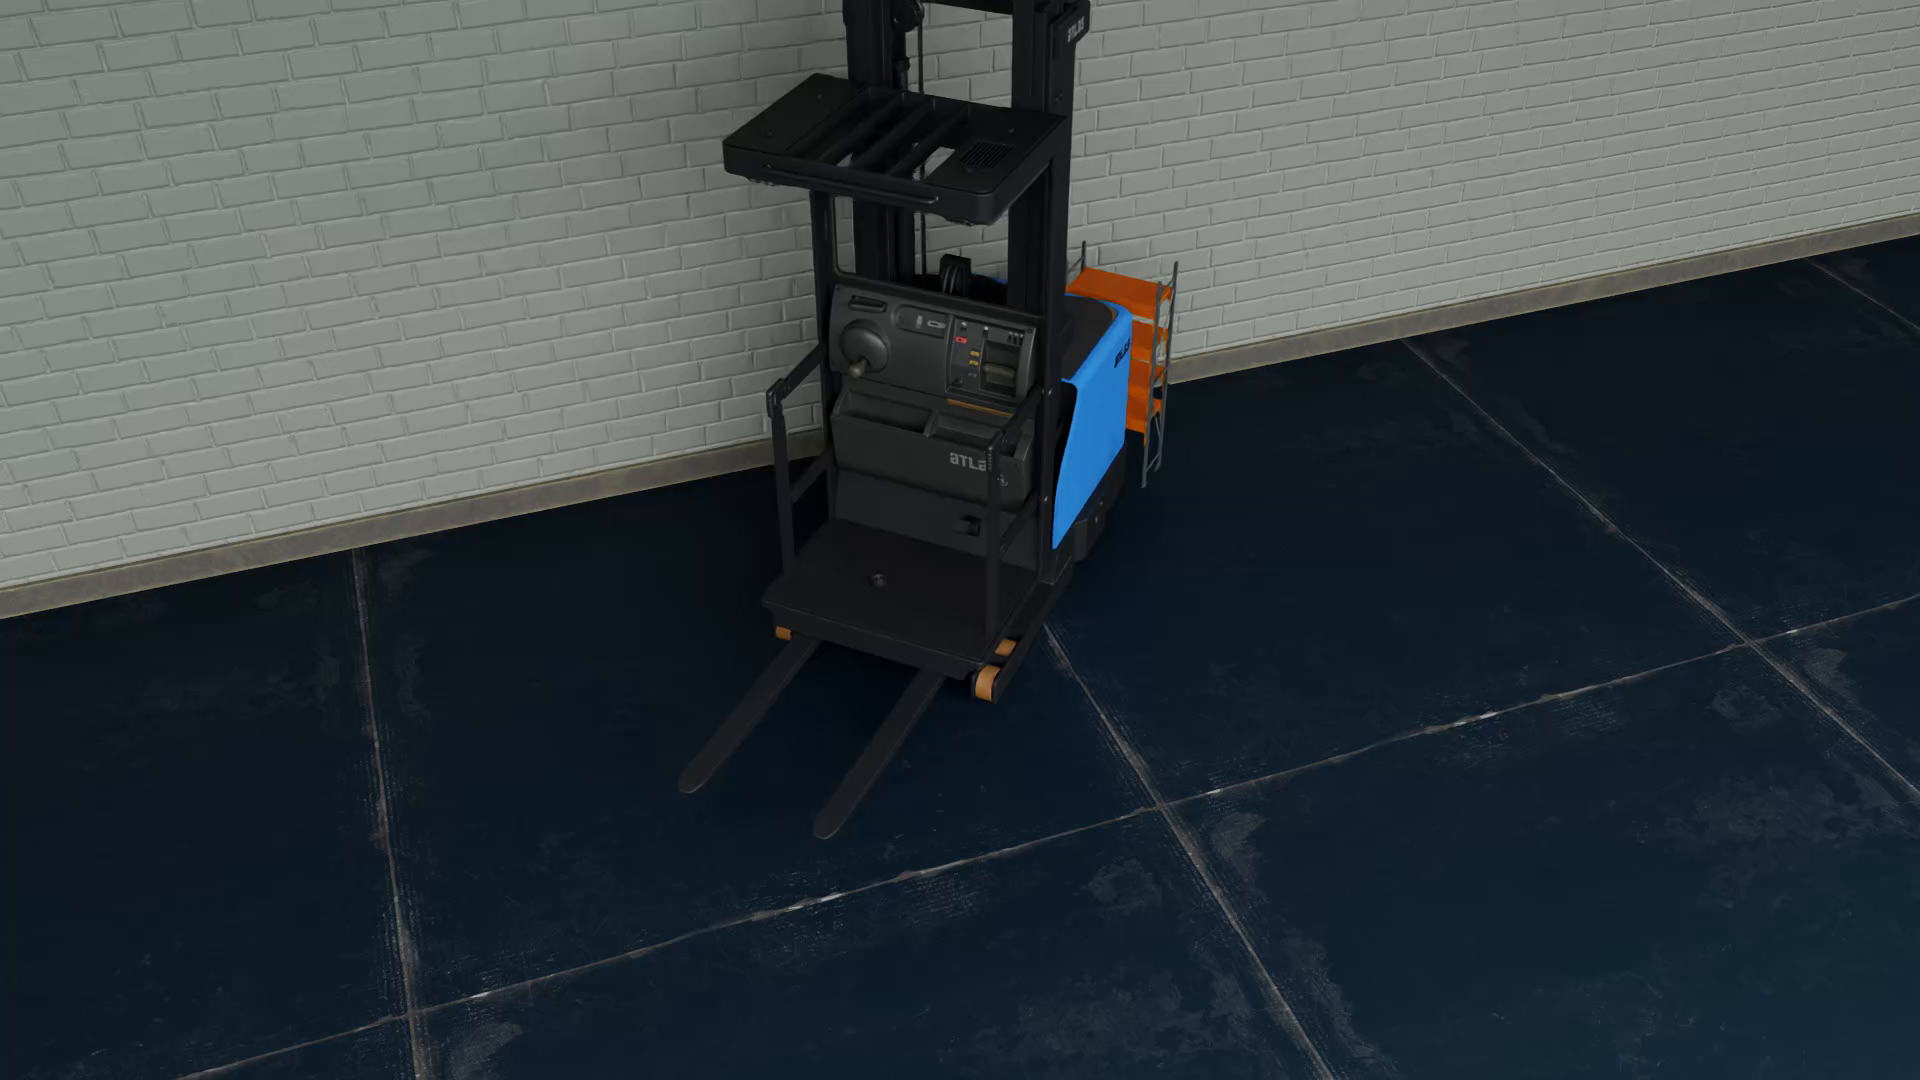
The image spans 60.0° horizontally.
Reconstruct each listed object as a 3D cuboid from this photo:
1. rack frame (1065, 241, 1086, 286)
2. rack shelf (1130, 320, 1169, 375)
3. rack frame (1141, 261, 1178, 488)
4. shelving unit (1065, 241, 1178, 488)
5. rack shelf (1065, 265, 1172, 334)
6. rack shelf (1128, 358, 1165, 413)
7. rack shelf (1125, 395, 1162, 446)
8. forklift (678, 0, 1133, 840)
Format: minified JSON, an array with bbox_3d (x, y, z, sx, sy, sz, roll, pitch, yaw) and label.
[{"bbox_3d":[0.570,-0.949,8.574,0.015,1.200,0.240,17,40,21],"label":"rack frame"},{"bbox_3d":[0.788,-1.008,8.392,0.480,0.148,0.258,17,40,21],"label":"rack shelf"},{"bbox_3d":[1.006,-0.817,8.398,0.015,1.200,0.240,17,40,21],"label":"rack frame"},{"bbox_3d":[0.788,-0.883,8.486,0.503,1.200,0.258,17,40,21],"label":"shelving unit"},{"bbox_3d":[0.788,-1.197,8.250,0.480,0.148,0.258,17,40,21],"label":"rack shelf"},{"bbox_3d":[0.788,-0.830,8.526,0.480,0.148,0.258,17,40,21],"label":"rack shelf"},{"bbox_3d":[0.788,-0.671,8.646,0.480,0.148,0.258,17,40,21],"label":"rack shelf"},{"bbox_3d":[-0.209,-0.752,6.873,1.130,2.935,3.031,15,39,19],"label":"forklift"}]
